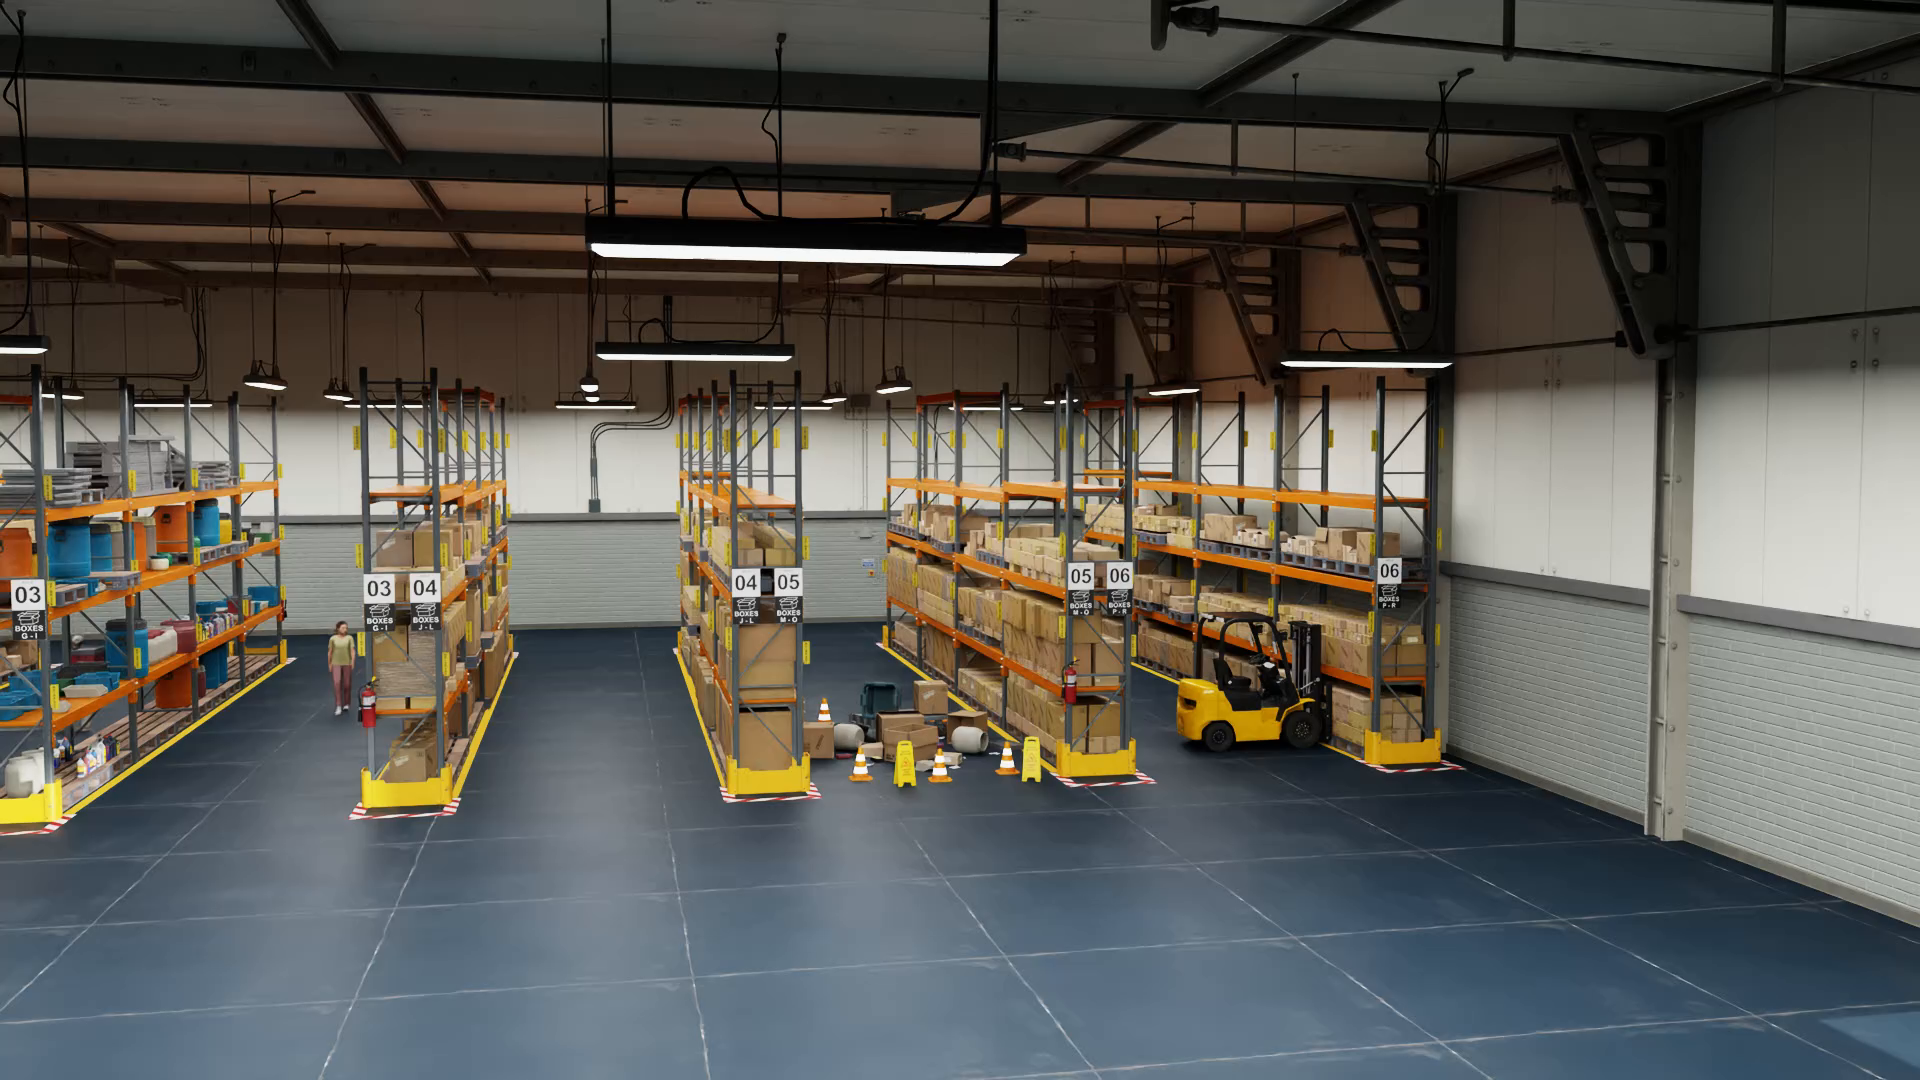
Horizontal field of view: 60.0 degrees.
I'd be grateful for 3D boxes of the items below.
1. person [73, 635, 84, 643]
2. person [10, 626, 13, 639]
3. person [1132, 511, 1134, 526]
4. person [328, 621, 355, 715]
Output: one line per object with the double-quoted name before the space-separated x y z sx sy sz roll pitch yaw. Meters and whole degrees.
"person" -15.217 2.001 28.656 0.300 0.722 0.498 2 4 26
"person" -22.164 1.827 39.012 0.536 1.670 0.453 2 4 32
"person" -8.274 1.174 29.752 26.979 2.716 10.477 -1 3 -11
"person" -11.402 2.346 30.744 0.466 1.668 0.725 -2 4 -28
